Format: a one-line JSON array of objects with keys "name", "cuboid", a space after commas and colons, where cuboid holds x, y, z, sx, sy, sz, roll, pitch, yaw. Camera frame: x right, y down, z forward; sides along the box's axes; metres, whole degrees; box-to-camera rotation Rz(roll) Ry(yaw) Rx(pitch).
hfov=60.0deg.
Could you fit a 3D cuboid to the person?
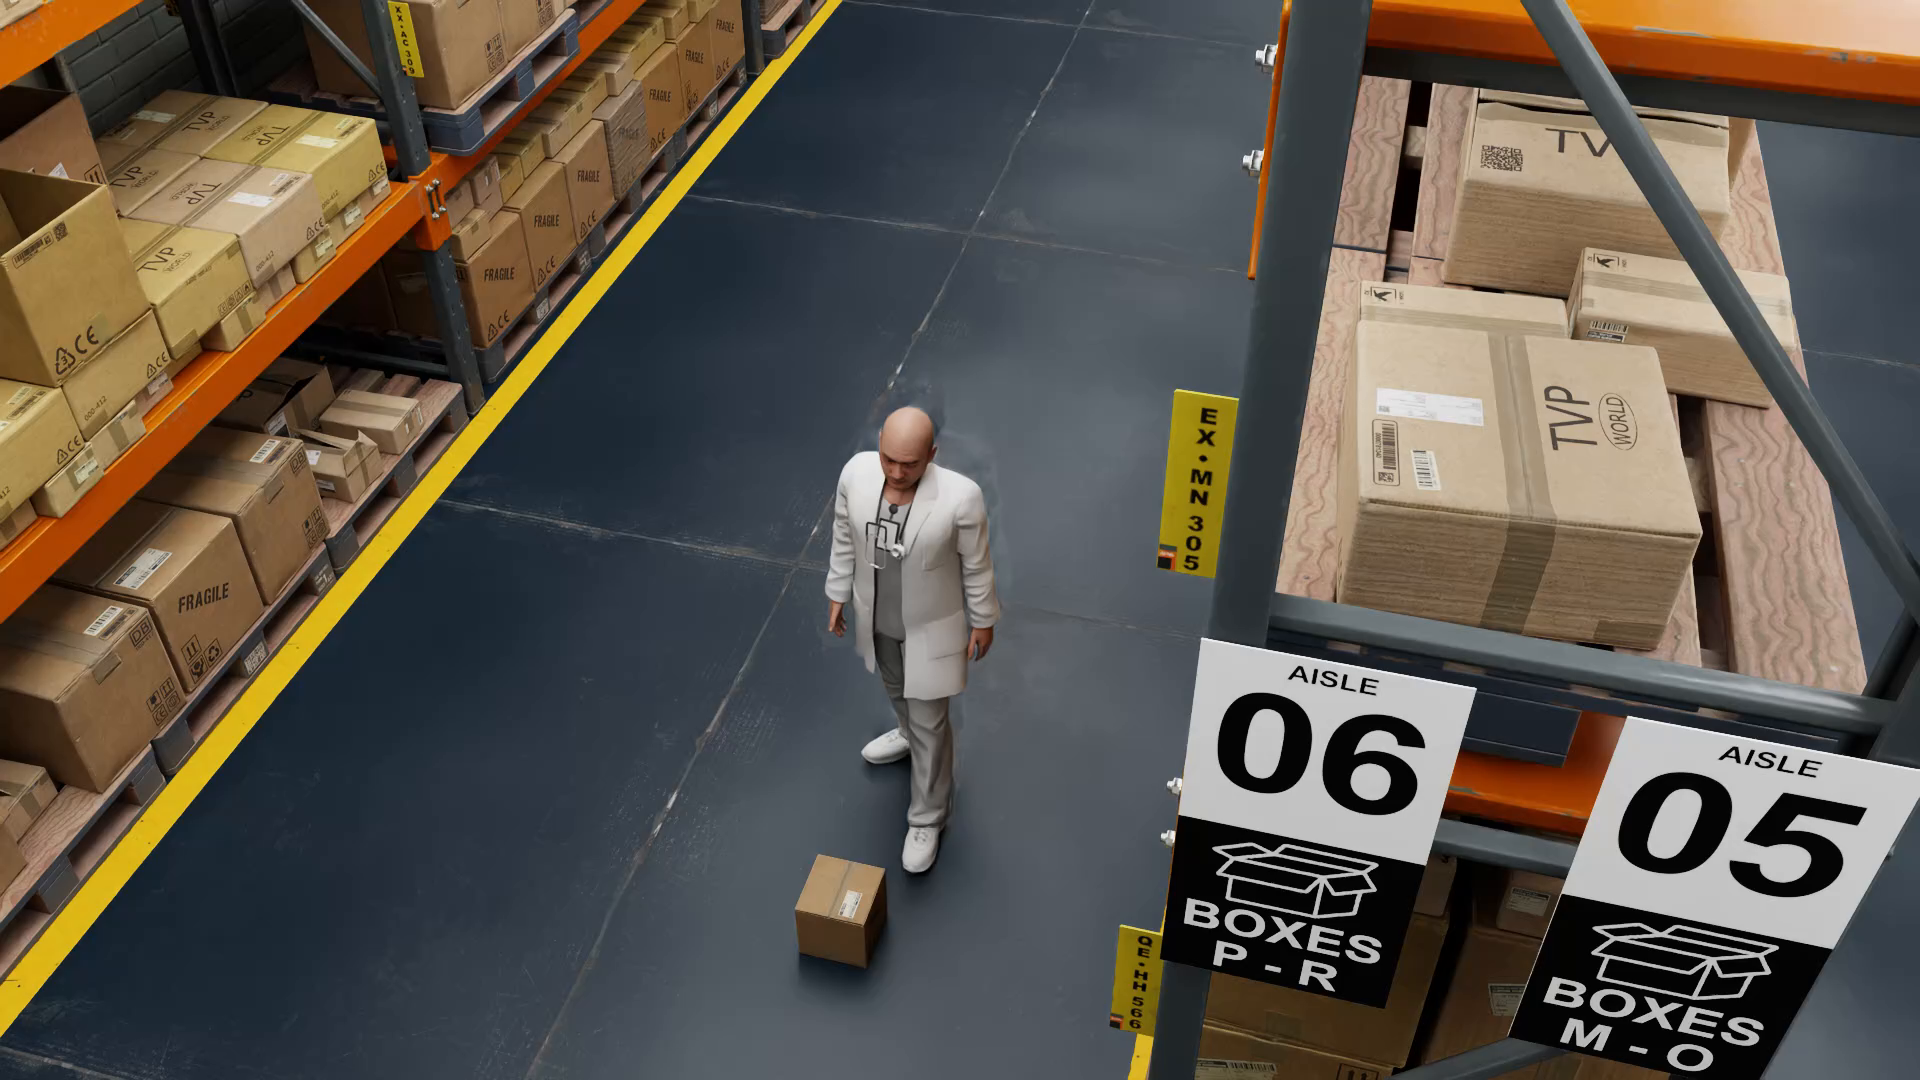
[{"name": "person", "cuboid": [-0.236, 0.334, 5.762, 0.616, 1.777, 0.746, 16, 43, 18]}]
